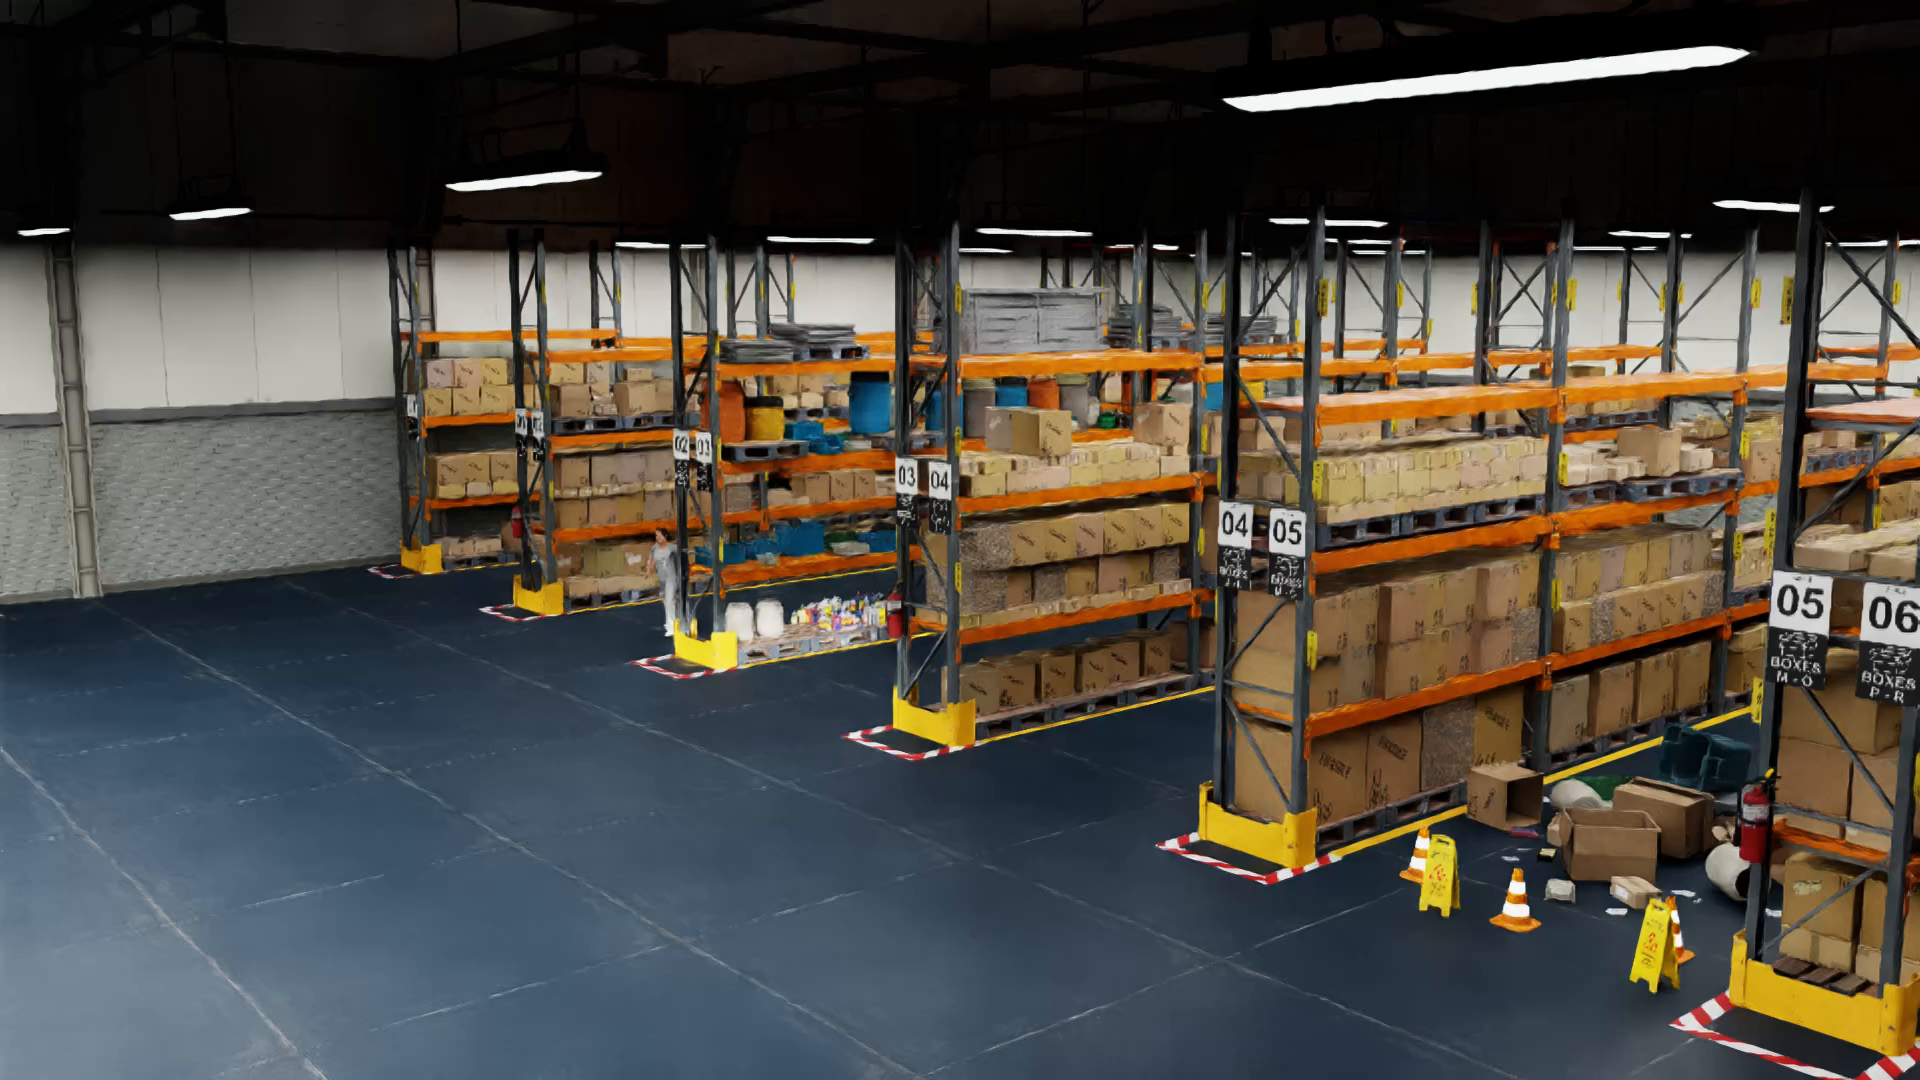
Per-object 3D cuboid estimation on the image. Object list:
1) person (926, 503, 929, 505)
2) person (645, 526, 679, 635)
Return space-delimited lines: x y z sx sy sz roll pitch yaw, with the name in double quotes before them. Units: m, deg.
"person" -0.551 -0.877 33.810 0.552 1.742 0.677 -8 12 -41
"person" -4.311 0.576 24.716 0.604 1.602 0.811 5 10 31
